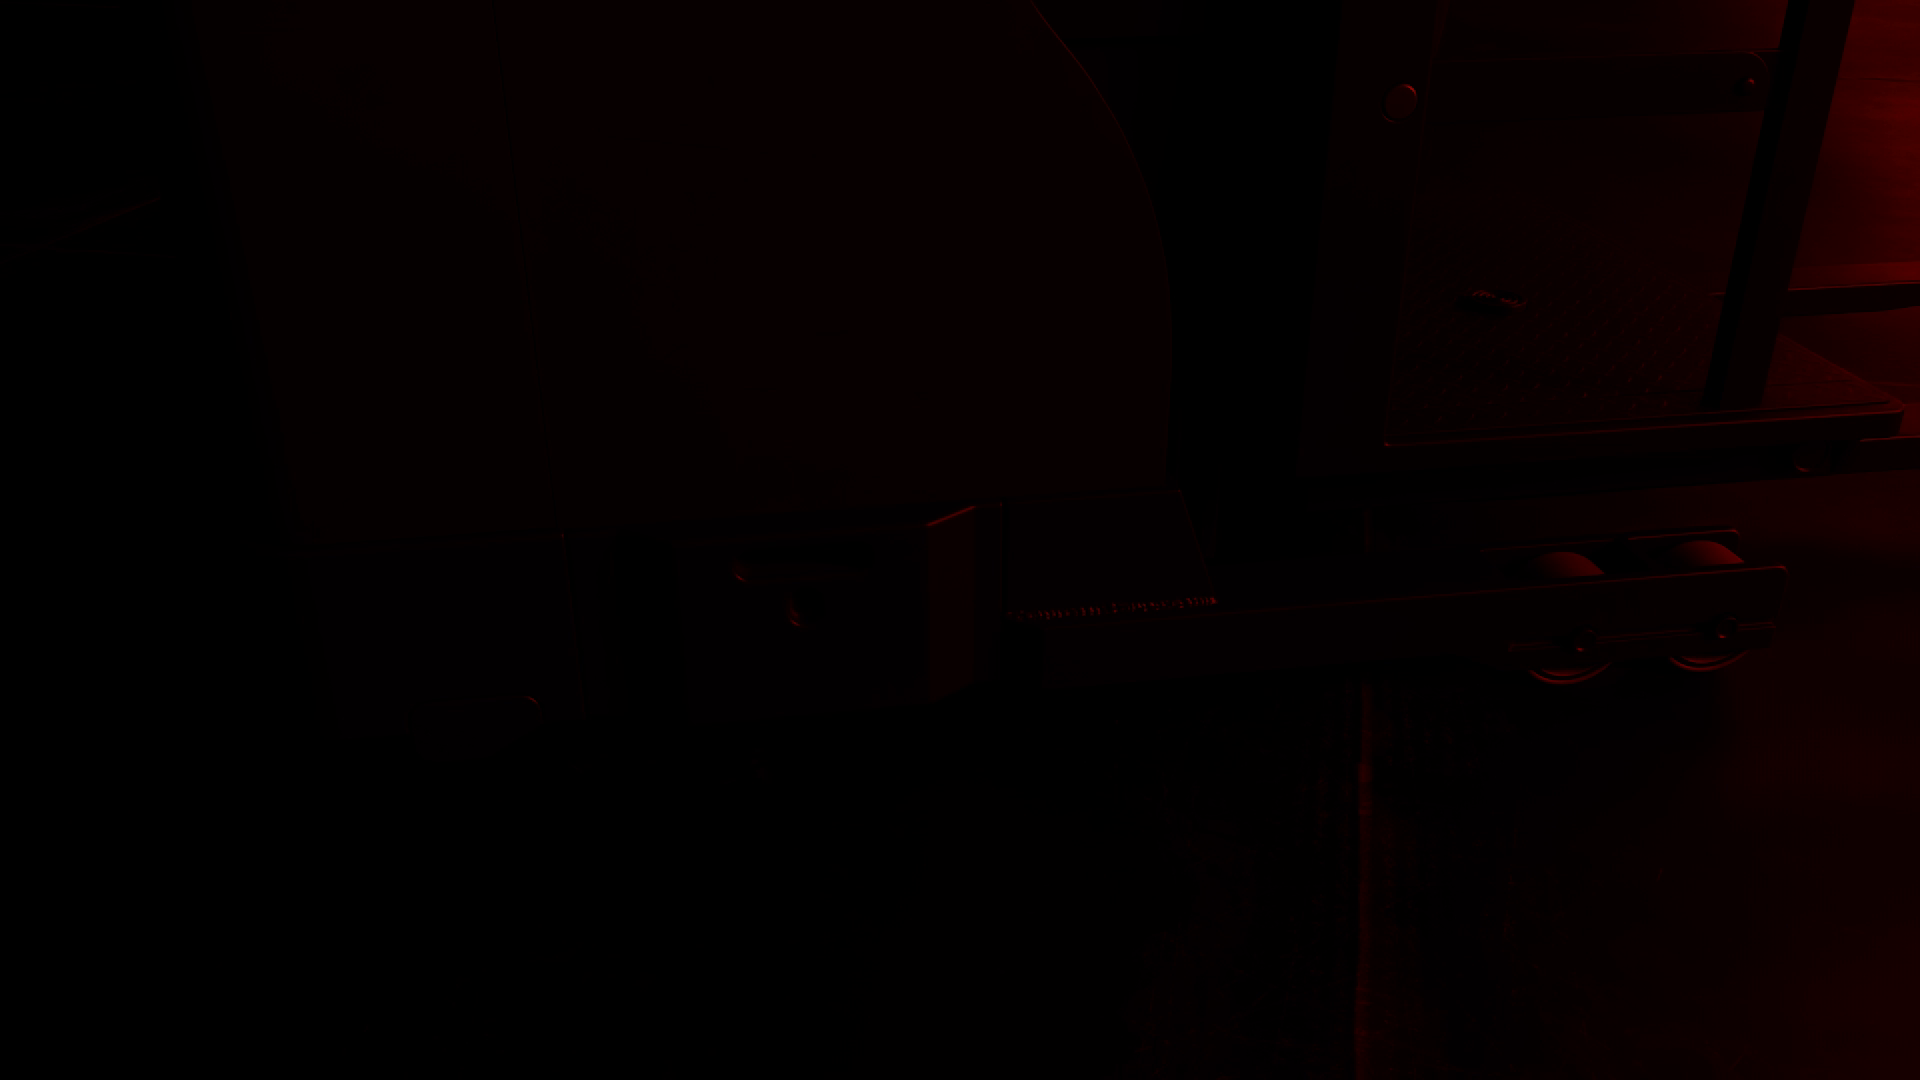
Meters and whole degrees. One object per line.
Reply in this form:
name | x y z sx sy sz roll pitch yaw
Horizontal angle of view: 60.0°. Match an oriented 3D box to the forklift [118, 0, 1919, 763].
forklift | 0.600 -1.354 1.930 3.031 2.935 1.130 -4 27 -9
